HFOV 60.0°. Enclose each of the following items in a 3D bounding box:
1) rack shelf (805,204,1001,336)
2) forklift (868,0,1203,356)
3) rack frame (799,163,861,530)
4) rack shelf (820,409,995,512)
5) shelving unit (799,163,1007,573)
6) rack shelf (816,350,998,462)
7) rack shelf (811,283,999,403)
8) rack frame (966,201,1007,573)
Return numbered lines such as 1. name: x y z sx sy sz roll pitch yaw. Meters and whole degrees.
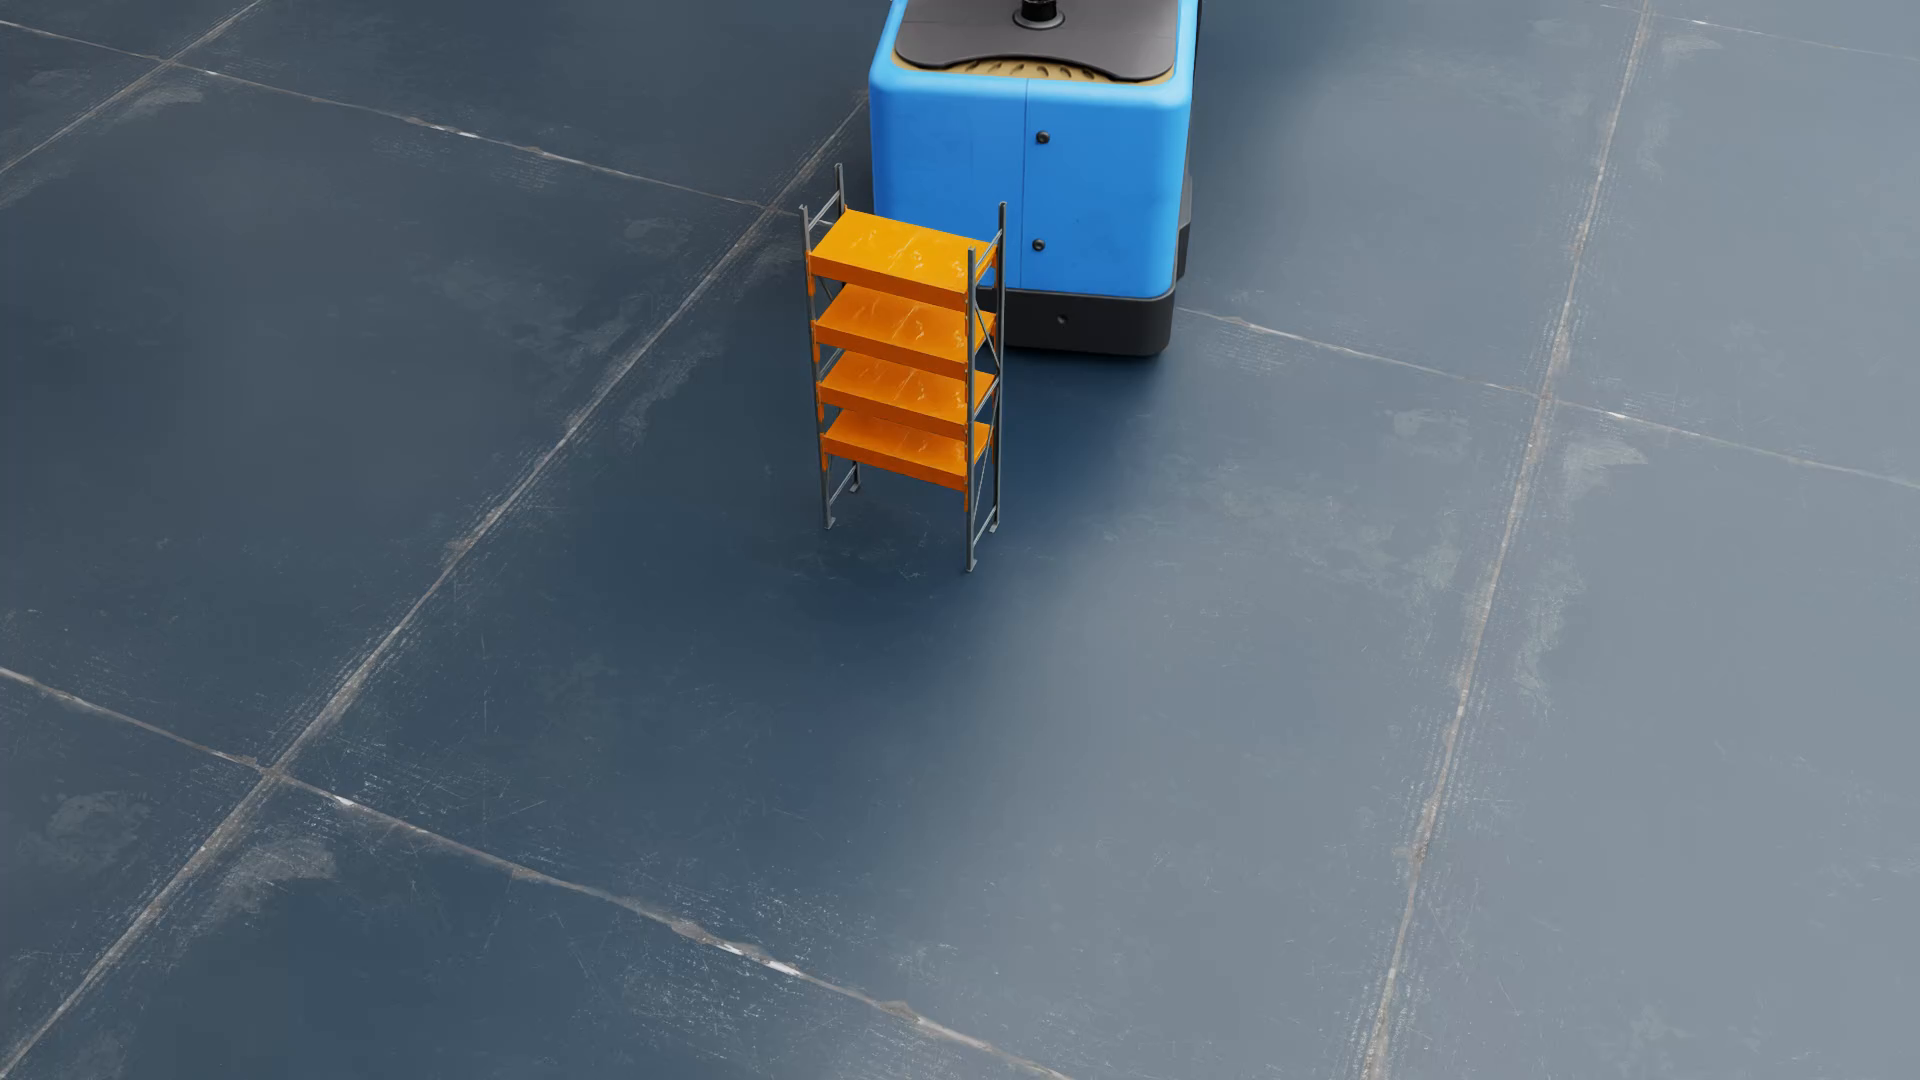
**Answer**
1. rack shelf: -0.153 -0.749 4.595 0.480 0.148 0.258 16 47 16
2. forklift: 0.397 -2.725 5.910 1.130 2.935 3.031 5 45 5
3. rack frame: -0.378 -0.537 4.939 0.015 1.200 0.240 16 47 16
4. rack shelf: -0.153 -0.282 5.059 0.480 0.148 0.258 16 47 16
5. shelving unit: -0.153 -0.470 4.872 0.503 1.200 0.258 16 47 16
6. rack shelf: -0.153 -0.423 4.919 0.480 0.148 0.258 16 47 16
7. rack shelf: -0.153 -0.581 4.762 0.480 0.148 0.258 16 47 16
8. rack frame: 0.072 -0.404 4.805 0.015 1.200 0.240 16 47 16
